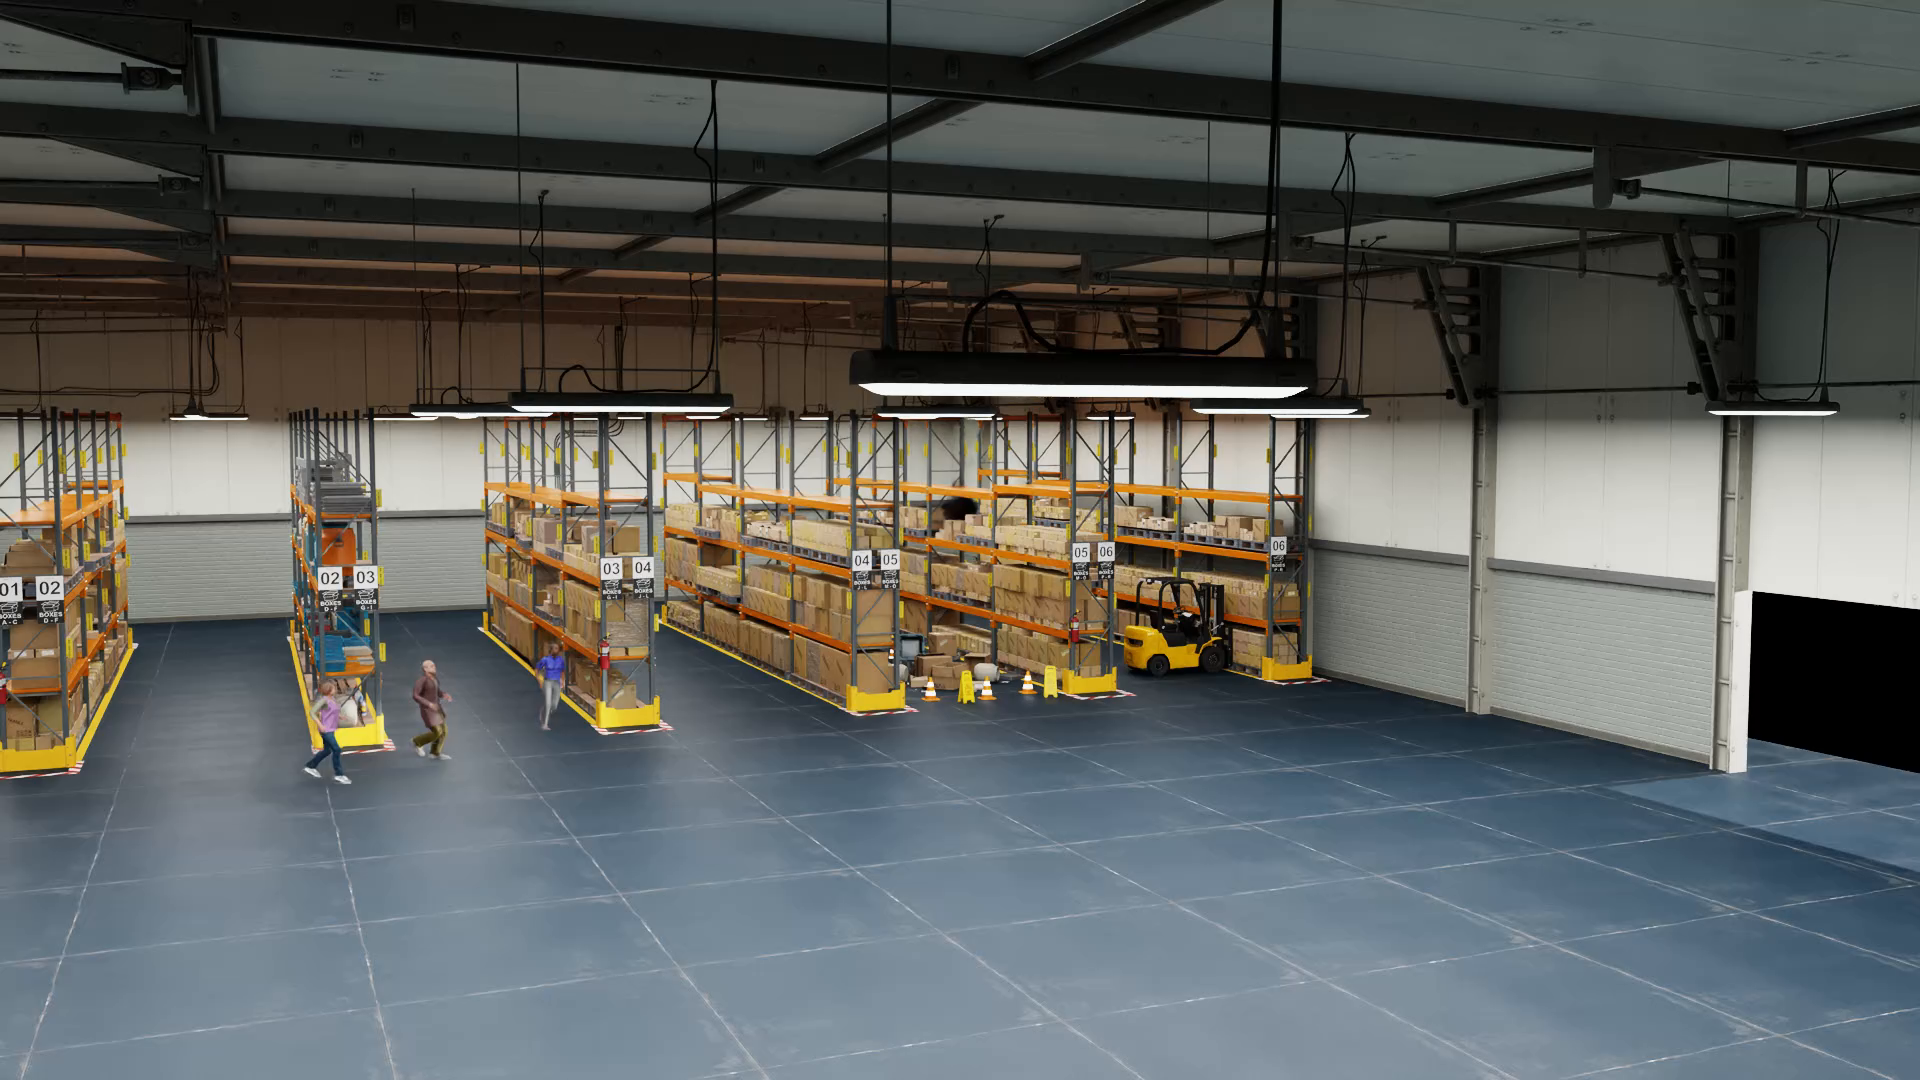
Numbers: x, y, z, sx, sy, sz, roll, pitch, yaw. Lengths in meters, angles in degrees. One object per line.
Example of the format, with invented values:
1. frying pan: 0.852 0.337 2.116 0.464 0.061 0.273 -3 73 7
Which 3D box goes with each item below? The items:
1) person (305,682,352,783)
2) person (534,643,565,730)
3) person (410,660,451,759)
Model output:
1. person: -10.087 3.079 26.493 0.790 1.590 0.552 0 4 0
2. person: -7.722 2.749 31.356 0.611 1.621 0.601 -3 5 -35
3. person: -9.028 2.893 28.234 0.696 1.726 0.740 0 4 4
